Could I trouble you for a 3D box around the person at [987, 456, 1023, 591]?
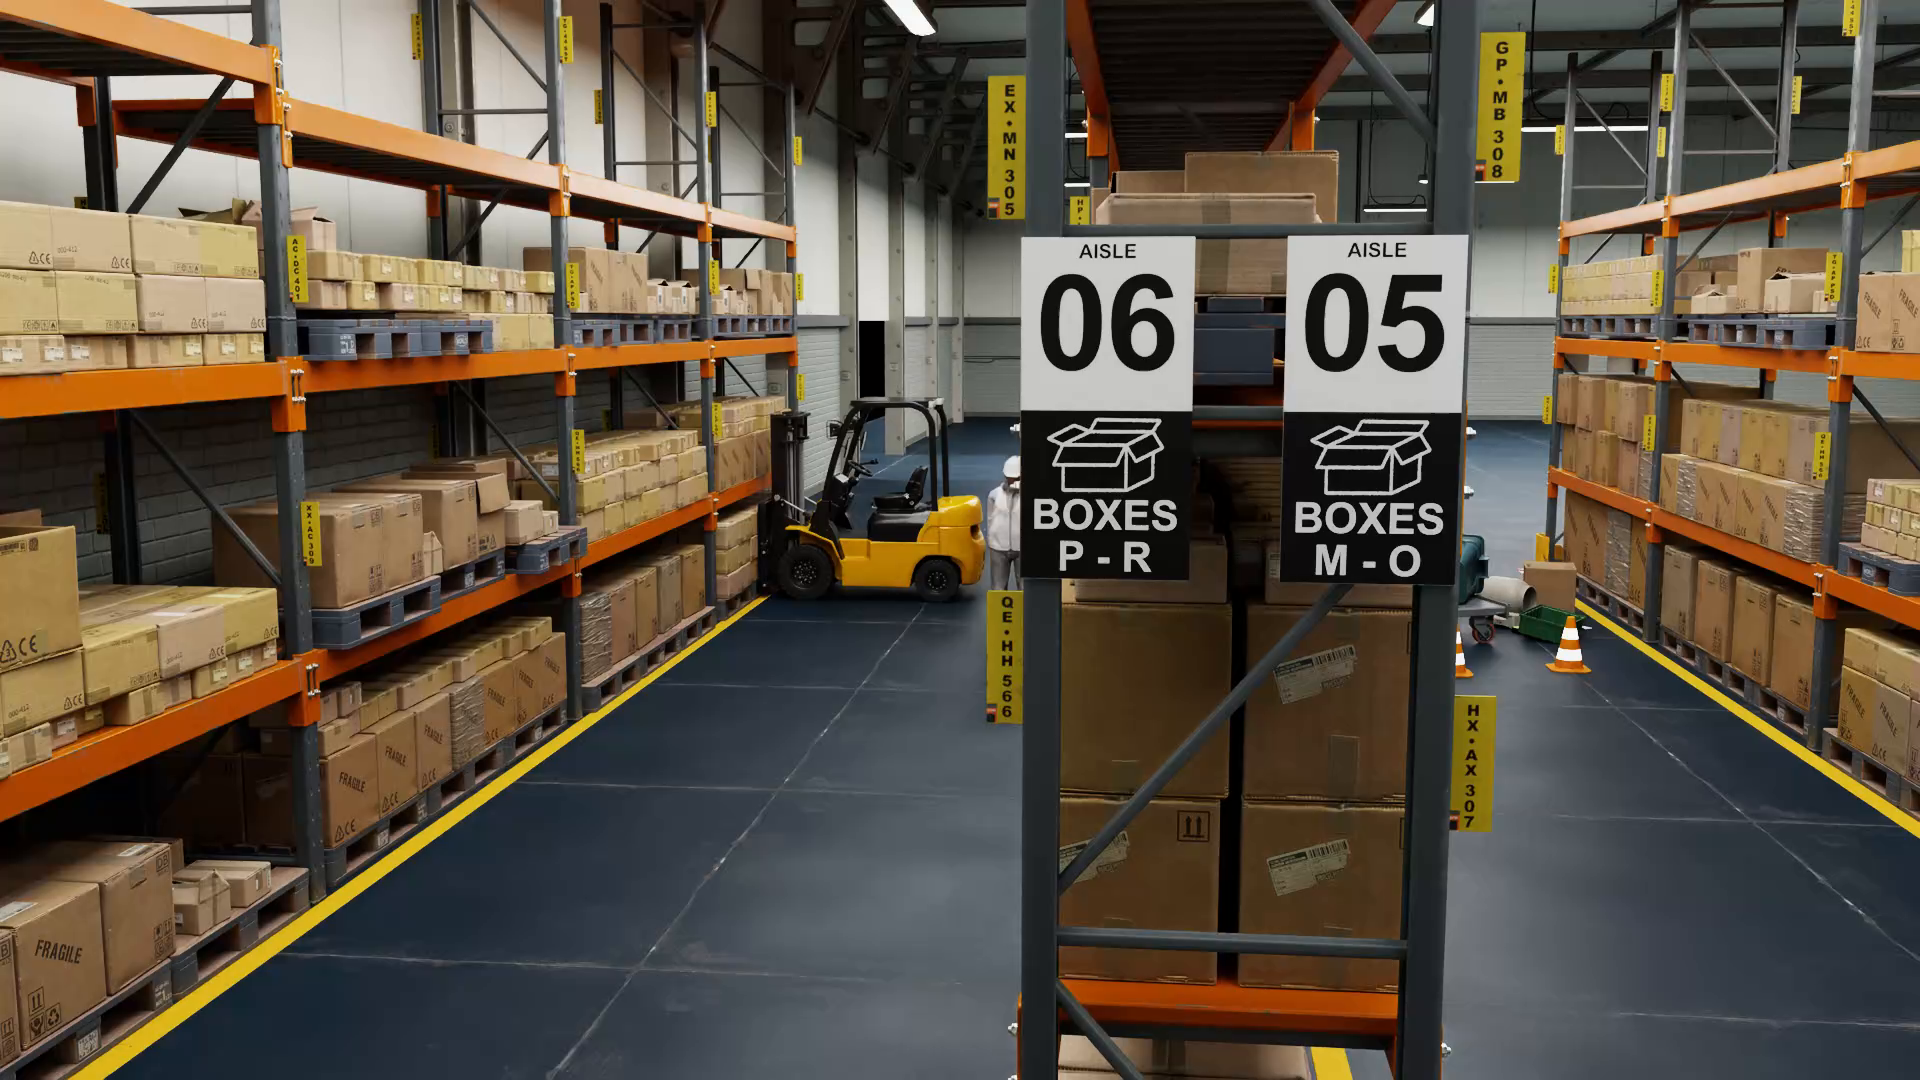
[{"bbox_3d":[0.513,0.090,15.569,0.535,1.763,0.363,1,8,7],"label":"person"}]
